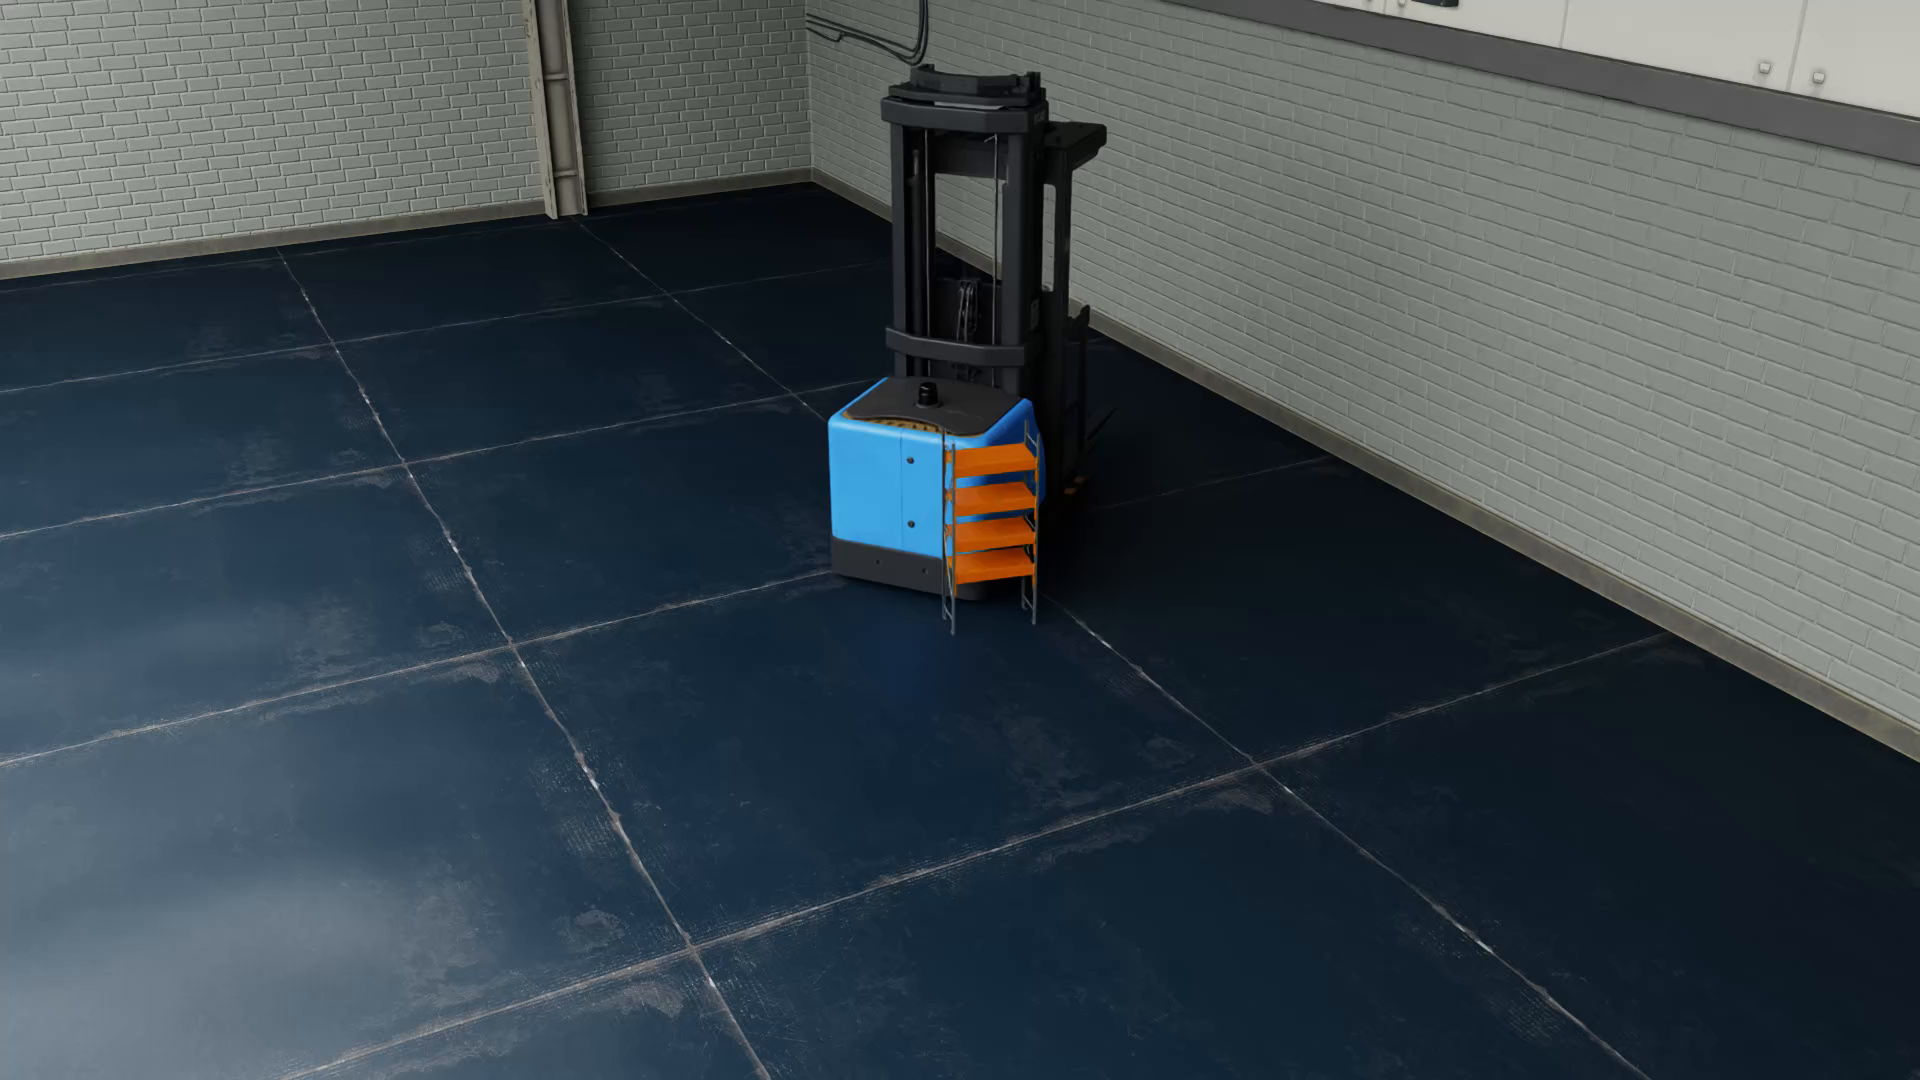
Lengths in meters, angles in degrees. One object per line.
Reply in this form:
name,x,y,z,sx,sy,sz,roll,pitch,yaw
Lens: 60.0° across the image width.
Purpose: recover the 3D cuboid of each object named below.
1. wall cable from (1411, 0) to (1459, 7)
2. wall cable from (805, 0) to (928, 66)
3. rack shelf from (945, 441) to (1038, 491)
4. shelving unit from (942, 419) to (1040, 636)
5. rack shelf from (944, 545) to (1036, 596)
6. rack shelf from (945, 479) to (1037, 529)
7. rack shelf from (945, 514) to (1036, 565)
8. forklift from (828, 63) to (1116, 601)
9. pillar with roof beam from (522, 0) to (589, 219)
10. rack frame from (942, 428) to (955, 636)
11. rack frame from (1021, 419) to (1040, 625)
wall cable,3.376,-5.624,8.137,0.169,6.003,2.305,-13,29,-25
wall cable,-1.077,-6.320,17.104,0.112,2.526,3.097,-13,29,-25
rack shelf,0.171,-0.418,9.325,0.480,0.148,0.258,-7,27,-14
shelving unit,0.170,-0.065,9.497,0.503,1.200,0.258,-7,27,-14
rack shelf,0.170,0.174,9.613,0.480,0.148,0.258,-7,27,-14
rack shelf,0.170,-0.206,9.429,0.480,0.148,0.258,-7,27,-14
rack shelf,0.170,-0.004,9.527,0.480,0.148,0.258,-7,27,-14
forklift,0.250,-1.575,10.644,1.130,2.935,3.031,10,28,21
pillar with roof beam,-2.273,-5.980,12.809,0.400,9.000,9.100,-13,29,-25
rack frame,-0.065,-0.037,9.439,0.015,1.200,0.240,-7,27,-14
rack frame,0.405,-0.093,9.556,0.015,1.200,0.240,-7,27,-14
